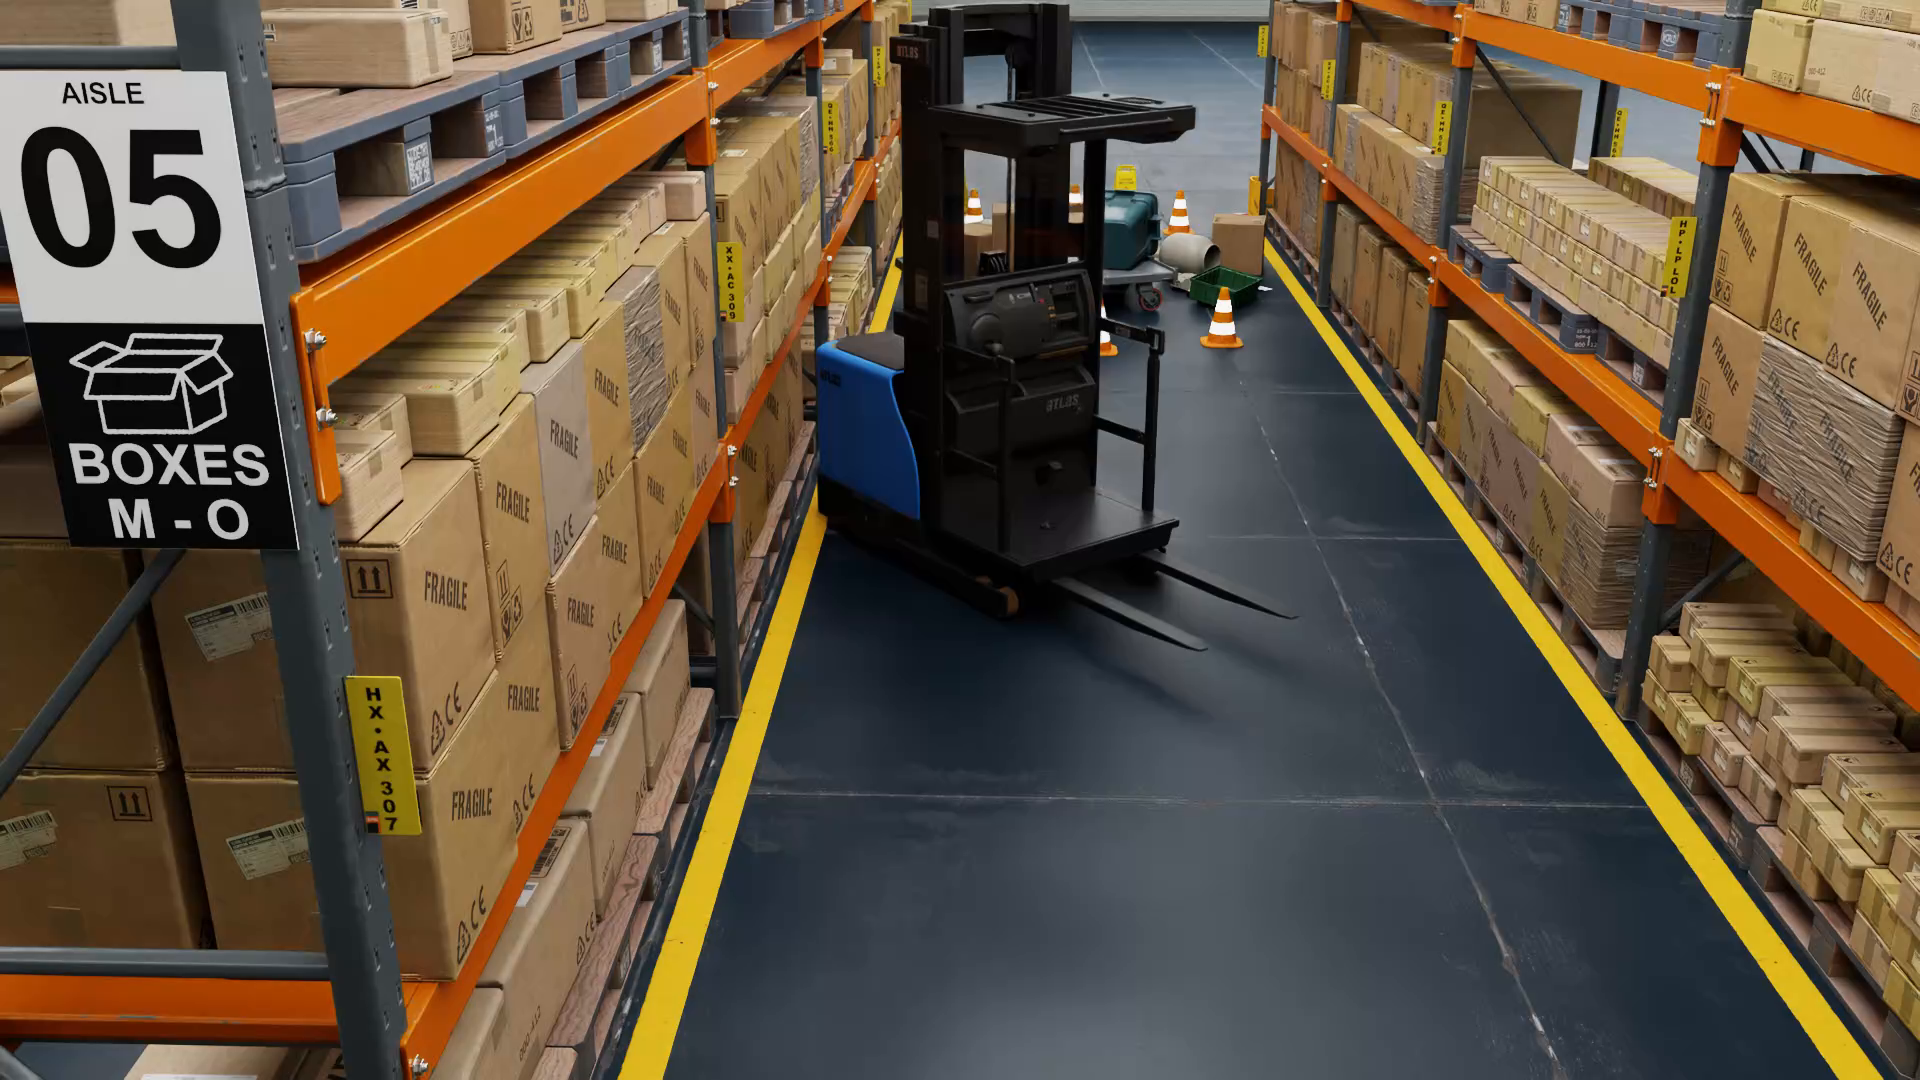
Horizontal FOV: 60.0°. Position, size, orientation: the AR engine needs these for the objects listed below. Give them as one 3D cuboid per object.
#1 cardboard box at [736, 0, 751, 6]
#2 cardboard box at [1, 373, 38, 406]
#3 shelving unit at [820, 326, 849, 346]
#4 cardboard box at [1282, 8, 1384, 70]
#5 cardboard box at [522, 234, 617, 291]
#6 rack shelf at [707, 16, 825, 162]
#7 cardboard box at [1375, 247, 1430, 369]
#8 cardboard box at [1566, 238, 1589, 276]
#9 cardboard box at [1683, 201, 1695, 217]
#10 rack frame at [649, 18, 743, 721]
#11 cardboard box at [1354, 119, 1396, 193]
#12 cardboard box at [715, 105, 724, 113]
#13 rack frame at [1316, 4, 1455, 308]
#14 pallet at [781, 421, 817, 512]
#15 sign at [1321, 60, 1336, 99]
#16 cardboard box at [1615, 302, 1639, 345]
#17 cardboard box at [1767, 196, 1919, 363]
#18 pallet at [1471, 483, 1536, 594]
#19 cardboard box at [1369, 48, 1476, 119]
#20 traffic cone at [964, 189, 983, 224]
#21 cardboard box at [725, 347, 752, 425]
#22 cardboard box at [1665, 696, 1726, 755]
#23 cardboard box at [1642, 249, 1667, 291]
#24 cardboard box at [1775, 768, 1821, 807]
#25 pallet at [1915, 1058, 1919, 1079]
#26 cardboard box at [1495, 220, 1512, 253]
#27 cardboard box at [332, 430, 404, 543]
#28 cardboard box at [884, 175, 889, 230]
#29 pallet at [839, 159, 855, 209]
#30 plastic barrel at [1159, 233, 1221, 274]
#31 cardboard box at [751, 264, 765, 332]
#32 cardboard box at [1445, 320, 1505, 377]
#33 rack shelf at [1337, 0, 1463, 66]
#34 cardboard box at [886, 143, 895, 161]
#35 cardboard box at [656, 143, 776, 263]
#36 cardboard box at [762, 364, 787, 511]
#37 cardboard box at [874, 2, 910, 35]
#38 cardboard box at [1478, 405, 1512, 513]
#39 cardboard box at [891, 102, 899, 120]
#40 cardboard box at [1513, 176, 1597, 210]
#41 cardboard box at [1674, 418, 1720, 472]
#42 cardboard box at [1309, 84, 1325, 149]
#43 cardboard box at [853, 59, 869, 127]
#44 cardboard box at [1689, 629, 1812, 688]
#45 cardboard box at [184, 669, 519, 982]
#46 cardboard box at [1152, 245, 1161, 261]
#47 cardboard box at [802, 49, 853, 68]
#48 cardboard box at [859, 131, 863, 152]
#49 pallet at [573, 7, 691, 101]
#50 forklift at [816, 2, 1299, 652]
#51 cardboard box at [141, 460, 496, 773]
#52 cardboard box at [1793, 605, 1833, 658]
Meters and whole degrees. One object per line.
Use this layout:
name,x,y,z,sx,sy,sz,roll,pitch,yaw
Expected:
cardboard box,-1.173,-2.572,7.146,0.500,0.500,0.500,0,21,1
cardboard box,-1.893,-0.303,3.747,0.380,0.149,0.250,0,21,1
shelving unit,-0.668,-0.729,9.952,0.215,1.050,0.252,-15,25,-34
cardboard box,3.699,-4.976,16.506,0.875,0.550,0.550,1,21,2
cardboard box,-1.283,-0.855,5.168,0.380,0.149,0.250,0,21,0
rack shelf,-1.429,-2.402,8.421,1.077,0.370,4.000,1,21,2
cardboard box,3.714,-1.727,12.362,1.050,0.750,0.750,1,21,2
cardboard box,3.312,-1.438,8.444,0.380,0.149,0.250,1,21,2
cardboard box,3.976,-1.657,8.596,0.380,0.149,0.250,1,21,3
rack frame,-1.490,-0.616,6.970,1.000,3.000,0.127,1,21,2
cardboard box,3.387,-2.987,12.942,0.500,0.500,0.500,1,21,1
cardboard box,-1.633,-2.220,9.583,0.500,0.500,0.500,1,21,2
rack frame,3.704,-3.491,14.379,1.000,3.000,0.127,1,21,2
pallet,-1.467,-0.478,10.469,1.003,0.211,1.213,1,21,2
sign,3.150,-3.937,14.222,0.100,0.325,0.005,1,21,2
cardboard box,3.292,-1.007,7.743,0.380,0.149,0.250,1,21,1
cardboard box,3.203,-0.902,5.774,0.500,0.500,0.500,0,21,0
pallet,3.518,-0.022,9.294,1.003,0.211,1.213,1,21,2
cardboard box,3.682,-3.638,13.238,0.700,0.500,0.500,0,21,1
traffic cone,0.152,-3.603,18.174,0.336,0.463,0.334,1,21,2
cardboard box,-1.212,-0.702,7.400,0.500,0.250,0.500,0,21,0
cardboard box,3.121,0.759,6.785,0.380,0.149,0.250,1,21,3
cardboard box,3.286,-1.199,7.416,0.380,0.149,0.250,0,21,0
cardboard box,3.198,0.902,6.008,0.380,0.149,0.250,2,21,4
pallet,3.402,1.827,4.528,1.003,0.211,1.213,1,21,2
cardboard box,3.351,-1.769,9.708,0.380,0.149,0.250,2,21,4
cardboard box,-1.324,-0.110,3.249,0.380,0.149,0.250,1,21,3
cardboard box,-0.954,-3.176,15.752,0.500,0.500,0.500,1,21,4
pallet,-1.349,-2.689,12.578,1.003,0.211,1.213,1,21,2
plastic barrel,2.206,-2.717,15.945,0.512,0.421,0.421,18,27,38
cardboard box,-1.207,-1.124,7.795,0.500,0.250,0.500,1,21,2
cardboard box,3.320,-1.178,10.256,0.500,0.250,0.500,0,21,-1
rack shelf,3.644,-3.831,12.103,1.077,0.370,4.000,1,21,2
cardboard box,-0.853,-3.909,16.743,0.380,0.149,0.250,2,21,4
cardboard box,-1.183,-1.650,8.115,0.500,0.500,0.500,0,21,0
cardboard box,-1.503,-0.696,9.534,0.875,0.875,0.875,1,21,2
cardboard box,-0.858,-5.051,16.468,0.700,0.500,0.500,0,21,1
cardboard box,3.284,-0.454,9.429,0.500,0.500,0.500,0,21,0
cardboard box,-0.826,-4.422,17.125,0.380,0.149,0.250,1,21,3
cardboard box,3.349,-1.954,9.362,0.380,0.149,0.250,0,21,-1
cardboard box,3.125,-0.382,6.715,0.380,0.149,0.250,1,21,4
cardboard box,3.698,-3.893,15.209,0.875,0.550,0.550,1,21,2
cardboard box,-1.031,-3.720,13.840,0.500,0.500,0.500,0,21,1
cardboard box,3.176,0.479,6.686,0.380,0.149,0.250,2,21,4
cardboard box,-1.310,0.613,3.664,0.500,0.500,0.500,0,21,1
cardboard box,1.916,-2.858,16.527,0.396,0.266,0.258,4,22,11
cardboard box,-1.043,-3.773,13.081,0.380,0.149,0.250,0,21,0
cardboard box,-0.984,-3.209,13.421,0.380,0.149,0.250,0,21,1
pallet,-1.525,-1.677,5.681,1.003,0.211,1.213,1,21,2
forklift,0.454,-1.162,8.471,1.130,2.935,3.031,-15,26,-34
cardboard box,-1.312,0.147,3.483,0.500,0.500,0.500,0,21,0
cardboard box,3.711,0.389,6.917,0.380,0.149,0.250,1,21,3
